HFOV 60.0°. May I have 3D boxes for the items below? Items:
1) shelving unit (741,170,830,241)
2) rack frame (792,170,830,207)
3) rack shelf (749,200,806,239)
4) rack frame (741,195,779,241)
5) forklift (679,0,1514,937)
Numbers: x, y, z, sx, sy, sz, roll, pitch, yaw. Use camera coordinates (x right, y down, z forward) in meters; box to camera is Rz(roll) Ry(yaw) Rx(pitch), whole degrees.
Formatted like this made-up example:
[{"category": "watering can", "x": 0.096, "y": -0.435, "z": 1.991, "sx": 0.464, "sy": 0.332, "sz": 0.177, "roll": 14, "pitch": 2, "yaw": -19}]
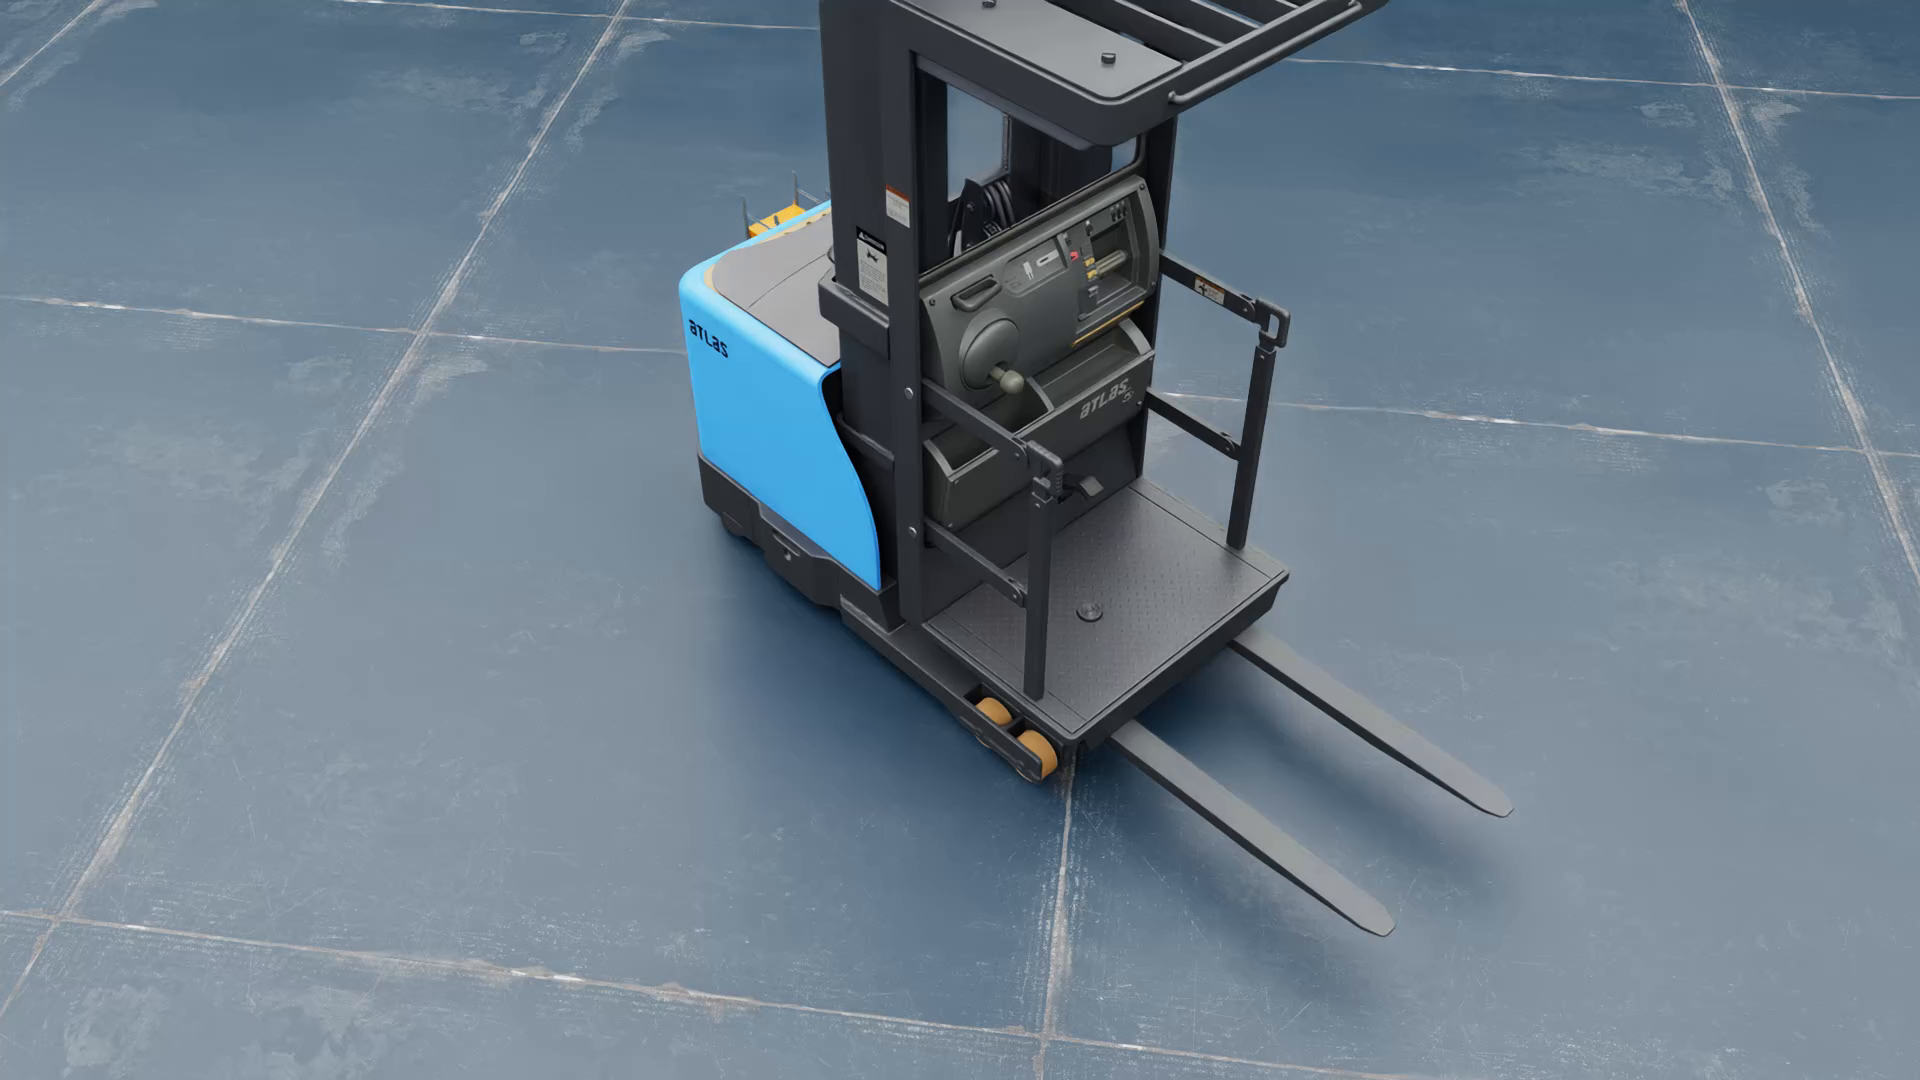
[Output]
[{"category": "shelving unit", "x": -0.633, "y": -0.880, "z": 6.414, "sx": 0.252, "sy": 1.050, "sz": 0.215, "roll": -34, "pitch": 53, "yaw": -31}, {"category": "rack frame", "x": -0.547, "y": -0.939, "z": 6.476, "sx": 0.008, "sy": 1.050, "sz": 0.200, "roll": -34, "pitch": 53, "yaw": -31}, {"category": "rack shelf", "x": -0.635, "y": -1.079, "z": 6.227, "sx": 0.240, "sy": 0.259, "sz": 0.215, "roll": -34, "pitch": 53, "yaw": -31}, {"category": "rack frame", "x": -0.720, "y": -0.820, "z": 6.351, "sx": 0.008, "sy": 1.050, "sz": 0.200, "roll": -34, "pitch": 53, "yaw": -31}, {"category": "forklift", "x": 0.405, "y": -0.683, "z": 4.840, "sx": 1.130, "sy": 2.935, "sz": 3.031, "roll": -33, "pitch": 53, "yaw": -30}]
